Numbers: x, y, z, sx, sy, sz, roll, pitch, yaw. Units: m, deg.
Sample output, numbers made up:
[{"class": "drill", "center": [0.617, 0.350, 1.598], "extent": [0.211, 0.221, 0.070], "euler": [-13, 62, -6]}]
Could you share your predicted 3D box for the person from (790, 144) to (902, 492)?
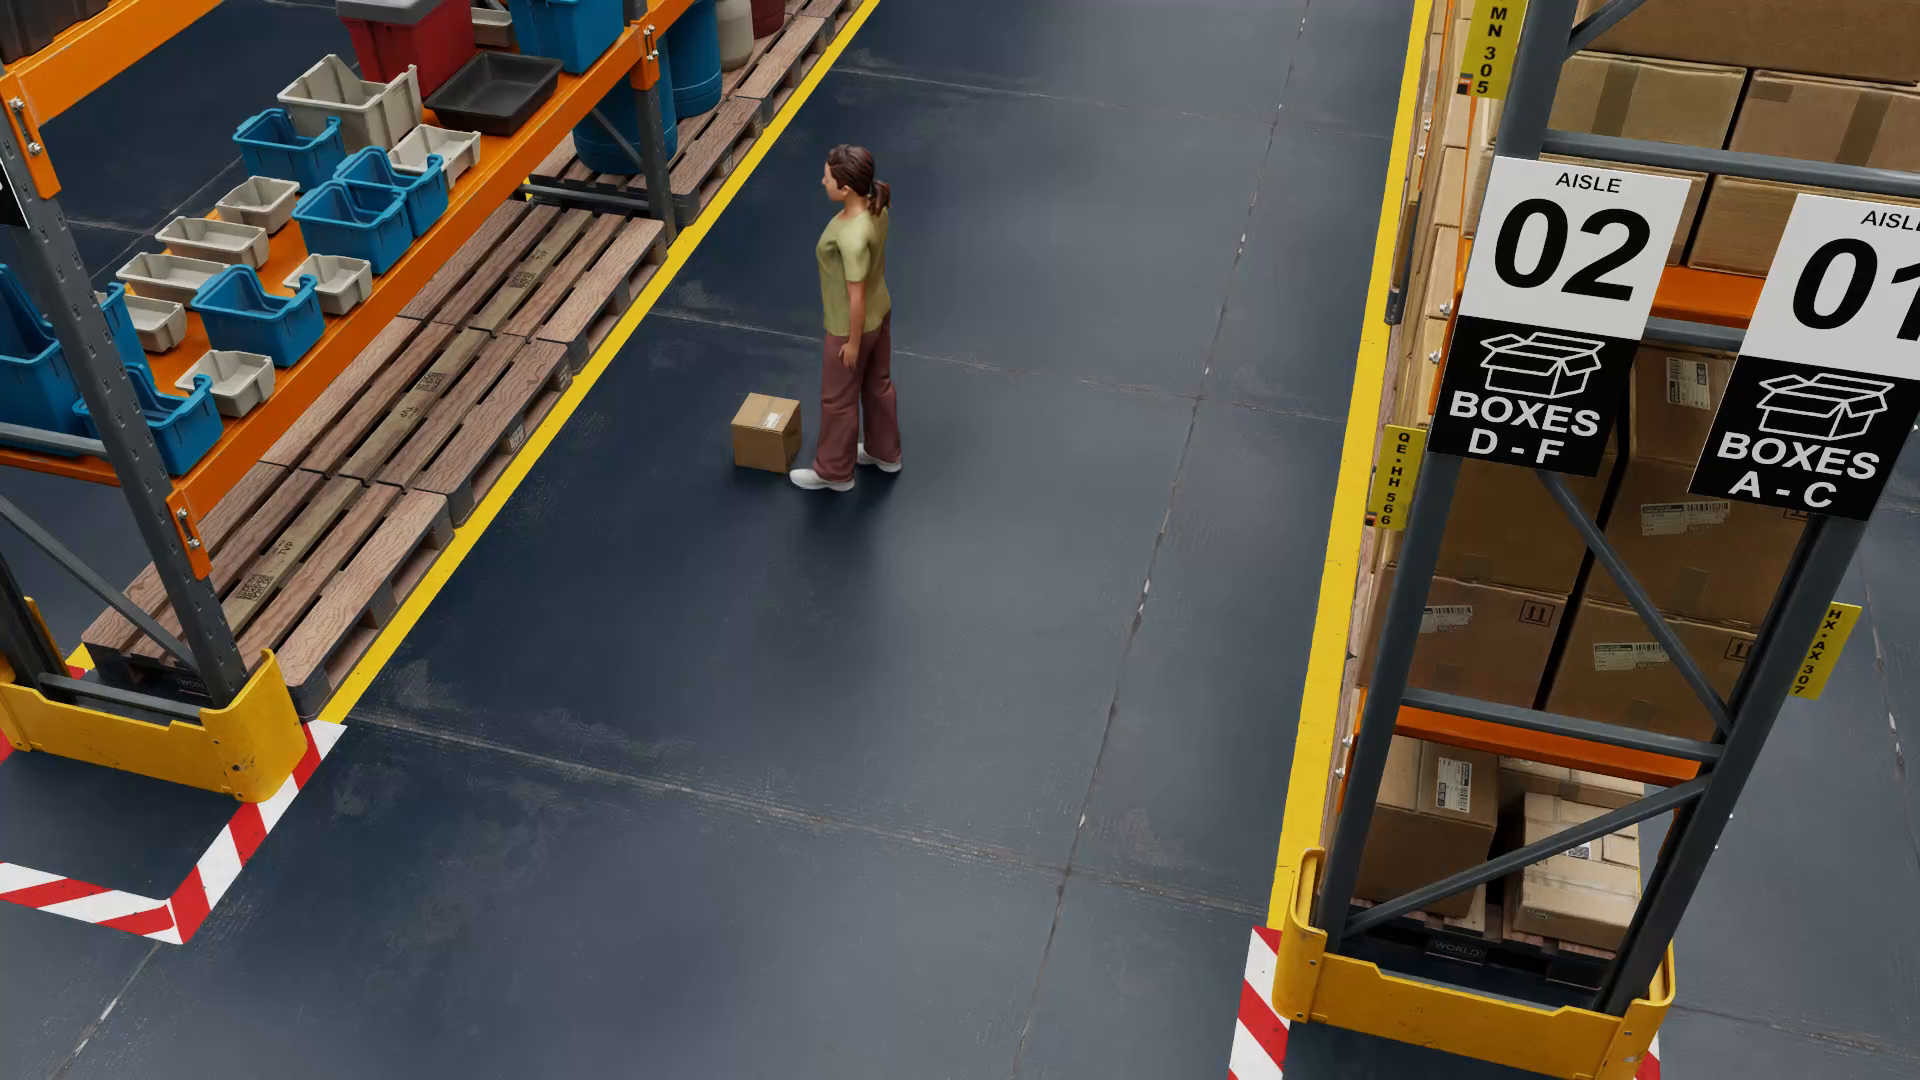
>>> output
[{"class": "person", "center": [-0.513, -0.967, 7.263], "extent": [0.494, 1.678, 0.456], "euler": [10, 42, 11]}]
